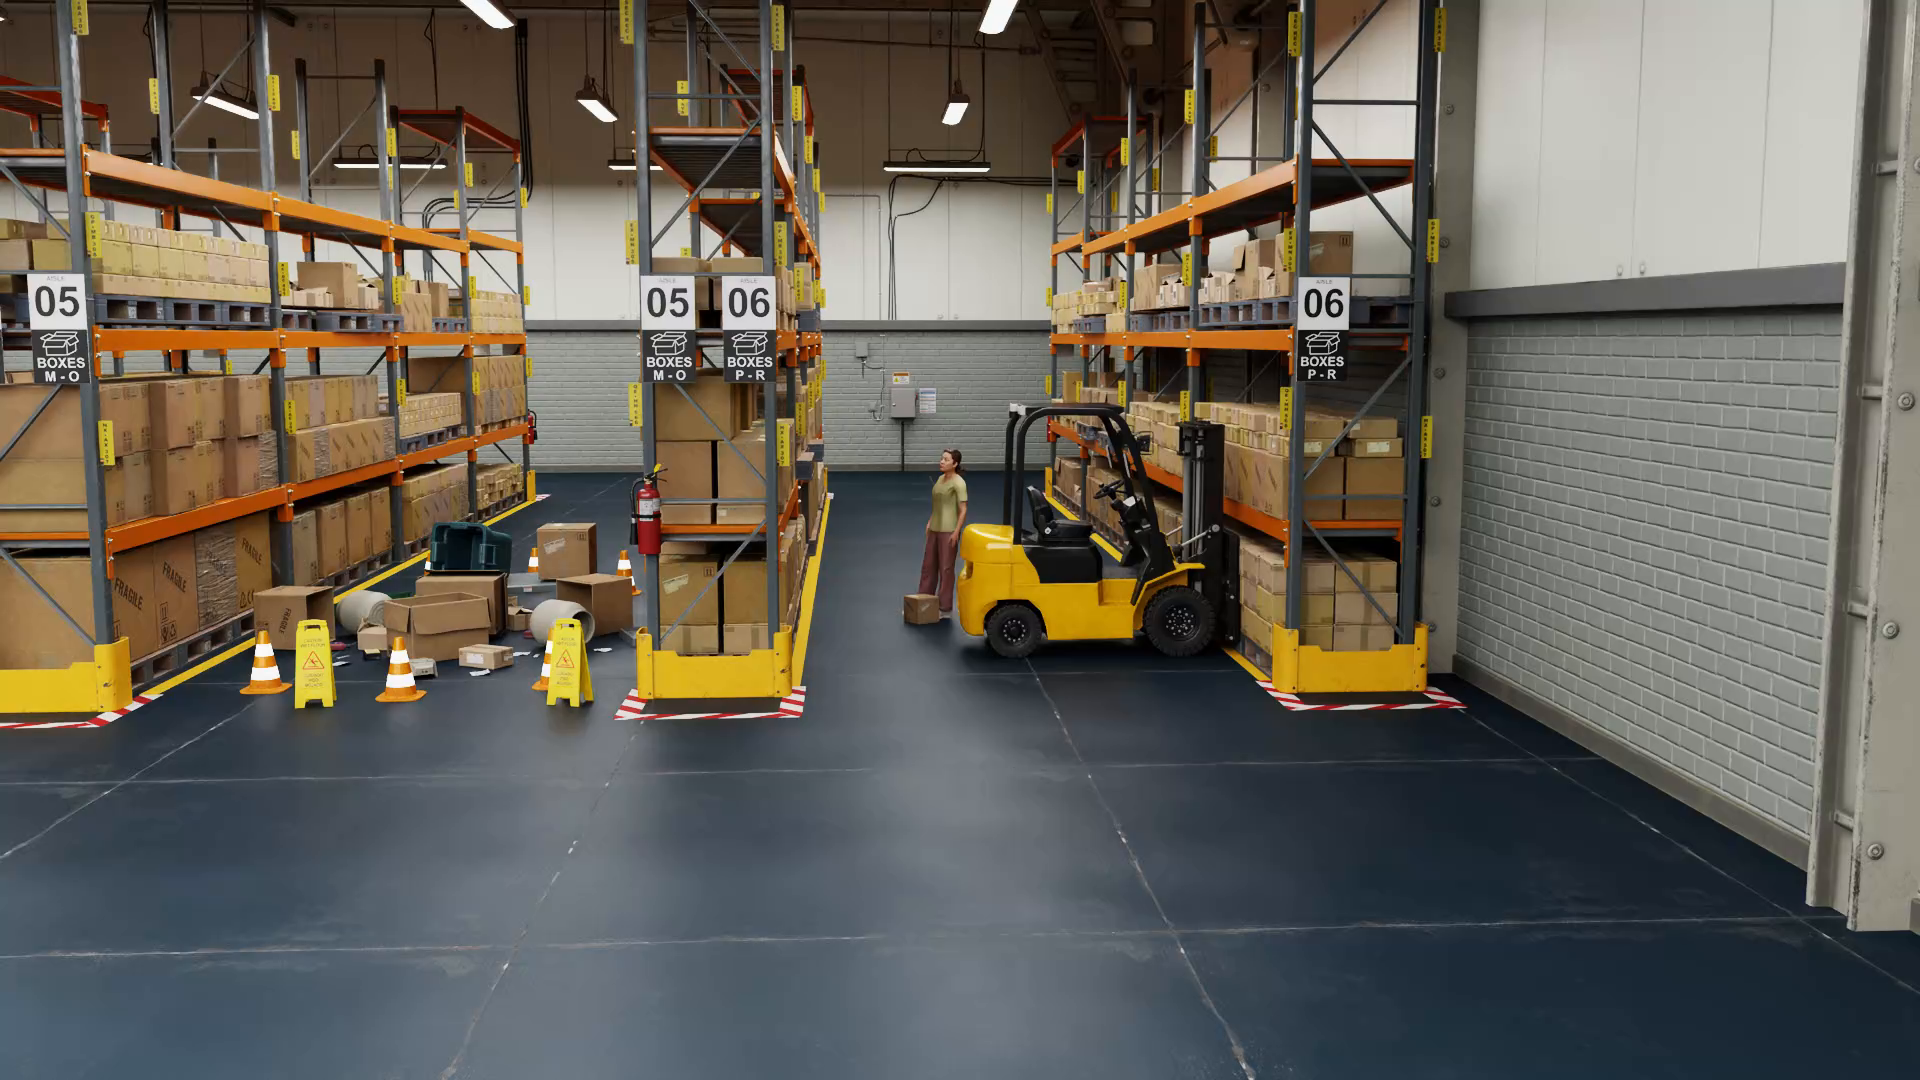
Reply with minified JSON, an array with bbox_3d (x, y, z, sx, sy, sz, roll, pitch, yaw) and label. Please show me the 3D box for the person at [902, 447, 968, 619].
[{"bbox_3d":[-0.213,-0.064,16.201,0.548,1.673,0.553,-4,8,-33],"label":"person"}]
